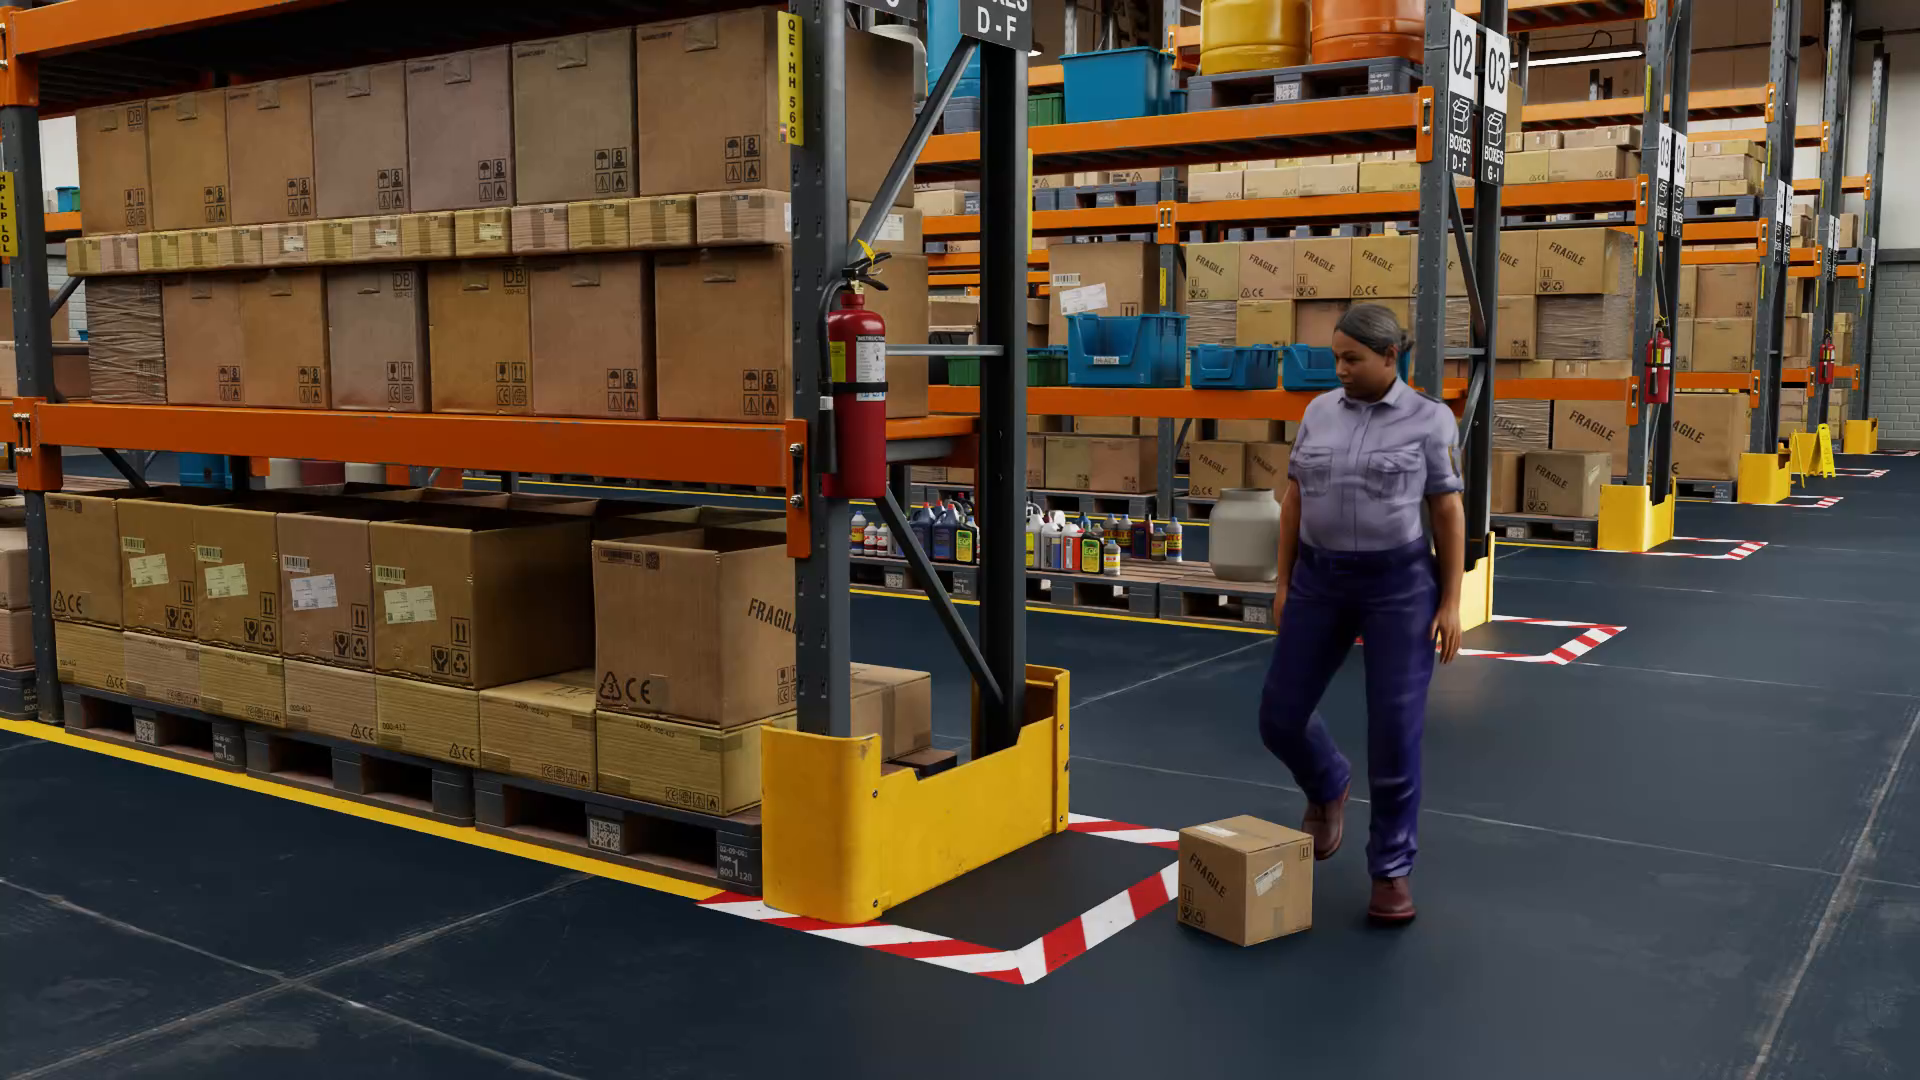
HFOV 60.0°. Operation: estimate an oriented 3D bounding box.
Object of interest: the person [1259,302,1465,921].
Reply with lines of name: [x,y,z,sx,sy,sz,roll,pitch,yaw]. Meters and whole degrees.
person: [1.126,0.166,4.611,0.543,1.630,0.589,4,8,32]
